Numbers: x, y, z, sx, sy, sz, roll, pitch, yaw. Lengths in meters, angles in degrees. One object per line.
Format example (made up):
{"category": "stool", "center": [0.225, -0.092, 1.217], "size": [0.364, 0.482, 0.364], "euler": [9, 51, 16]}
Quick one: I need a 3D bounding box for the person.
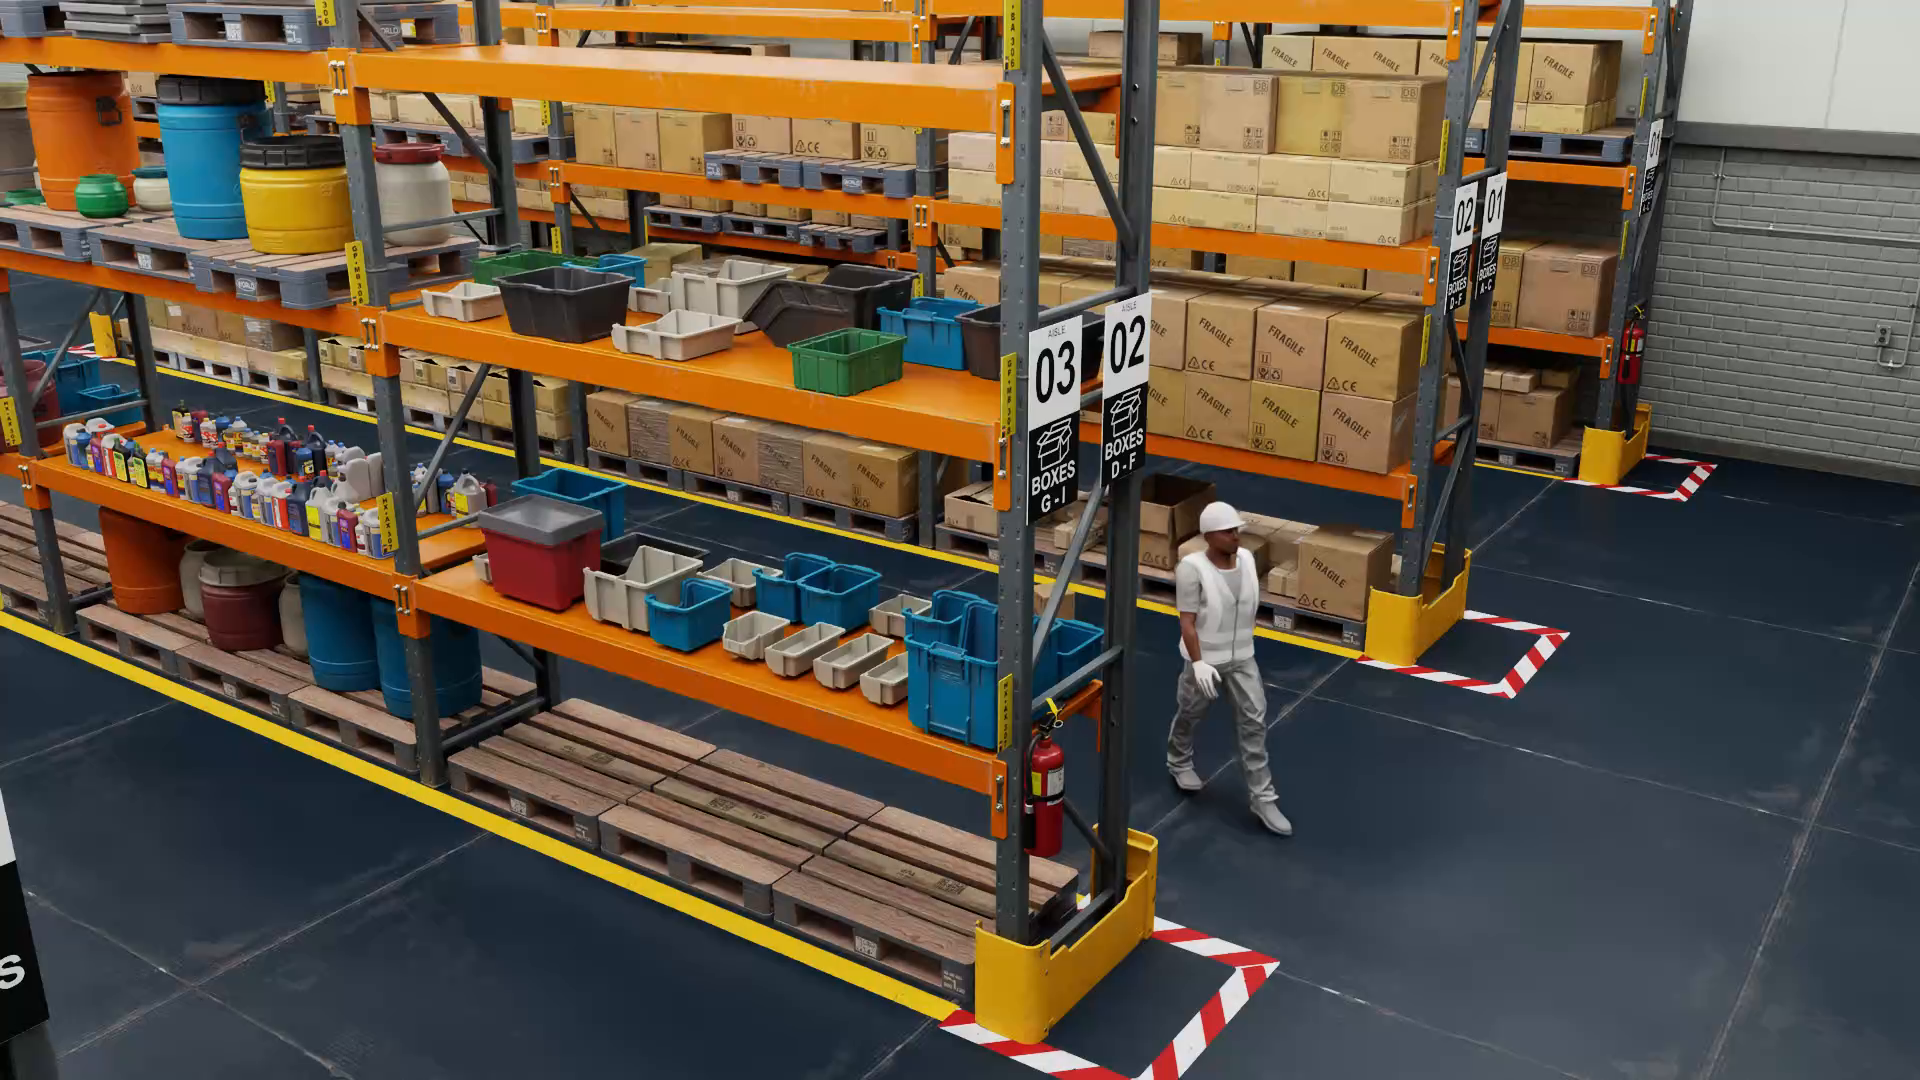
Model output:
{"category": "person", "center": [1.470, 0.675, 9.105], "size": [0.548, 1.754, 0.898], "euler": [-9, 21, -23]}
